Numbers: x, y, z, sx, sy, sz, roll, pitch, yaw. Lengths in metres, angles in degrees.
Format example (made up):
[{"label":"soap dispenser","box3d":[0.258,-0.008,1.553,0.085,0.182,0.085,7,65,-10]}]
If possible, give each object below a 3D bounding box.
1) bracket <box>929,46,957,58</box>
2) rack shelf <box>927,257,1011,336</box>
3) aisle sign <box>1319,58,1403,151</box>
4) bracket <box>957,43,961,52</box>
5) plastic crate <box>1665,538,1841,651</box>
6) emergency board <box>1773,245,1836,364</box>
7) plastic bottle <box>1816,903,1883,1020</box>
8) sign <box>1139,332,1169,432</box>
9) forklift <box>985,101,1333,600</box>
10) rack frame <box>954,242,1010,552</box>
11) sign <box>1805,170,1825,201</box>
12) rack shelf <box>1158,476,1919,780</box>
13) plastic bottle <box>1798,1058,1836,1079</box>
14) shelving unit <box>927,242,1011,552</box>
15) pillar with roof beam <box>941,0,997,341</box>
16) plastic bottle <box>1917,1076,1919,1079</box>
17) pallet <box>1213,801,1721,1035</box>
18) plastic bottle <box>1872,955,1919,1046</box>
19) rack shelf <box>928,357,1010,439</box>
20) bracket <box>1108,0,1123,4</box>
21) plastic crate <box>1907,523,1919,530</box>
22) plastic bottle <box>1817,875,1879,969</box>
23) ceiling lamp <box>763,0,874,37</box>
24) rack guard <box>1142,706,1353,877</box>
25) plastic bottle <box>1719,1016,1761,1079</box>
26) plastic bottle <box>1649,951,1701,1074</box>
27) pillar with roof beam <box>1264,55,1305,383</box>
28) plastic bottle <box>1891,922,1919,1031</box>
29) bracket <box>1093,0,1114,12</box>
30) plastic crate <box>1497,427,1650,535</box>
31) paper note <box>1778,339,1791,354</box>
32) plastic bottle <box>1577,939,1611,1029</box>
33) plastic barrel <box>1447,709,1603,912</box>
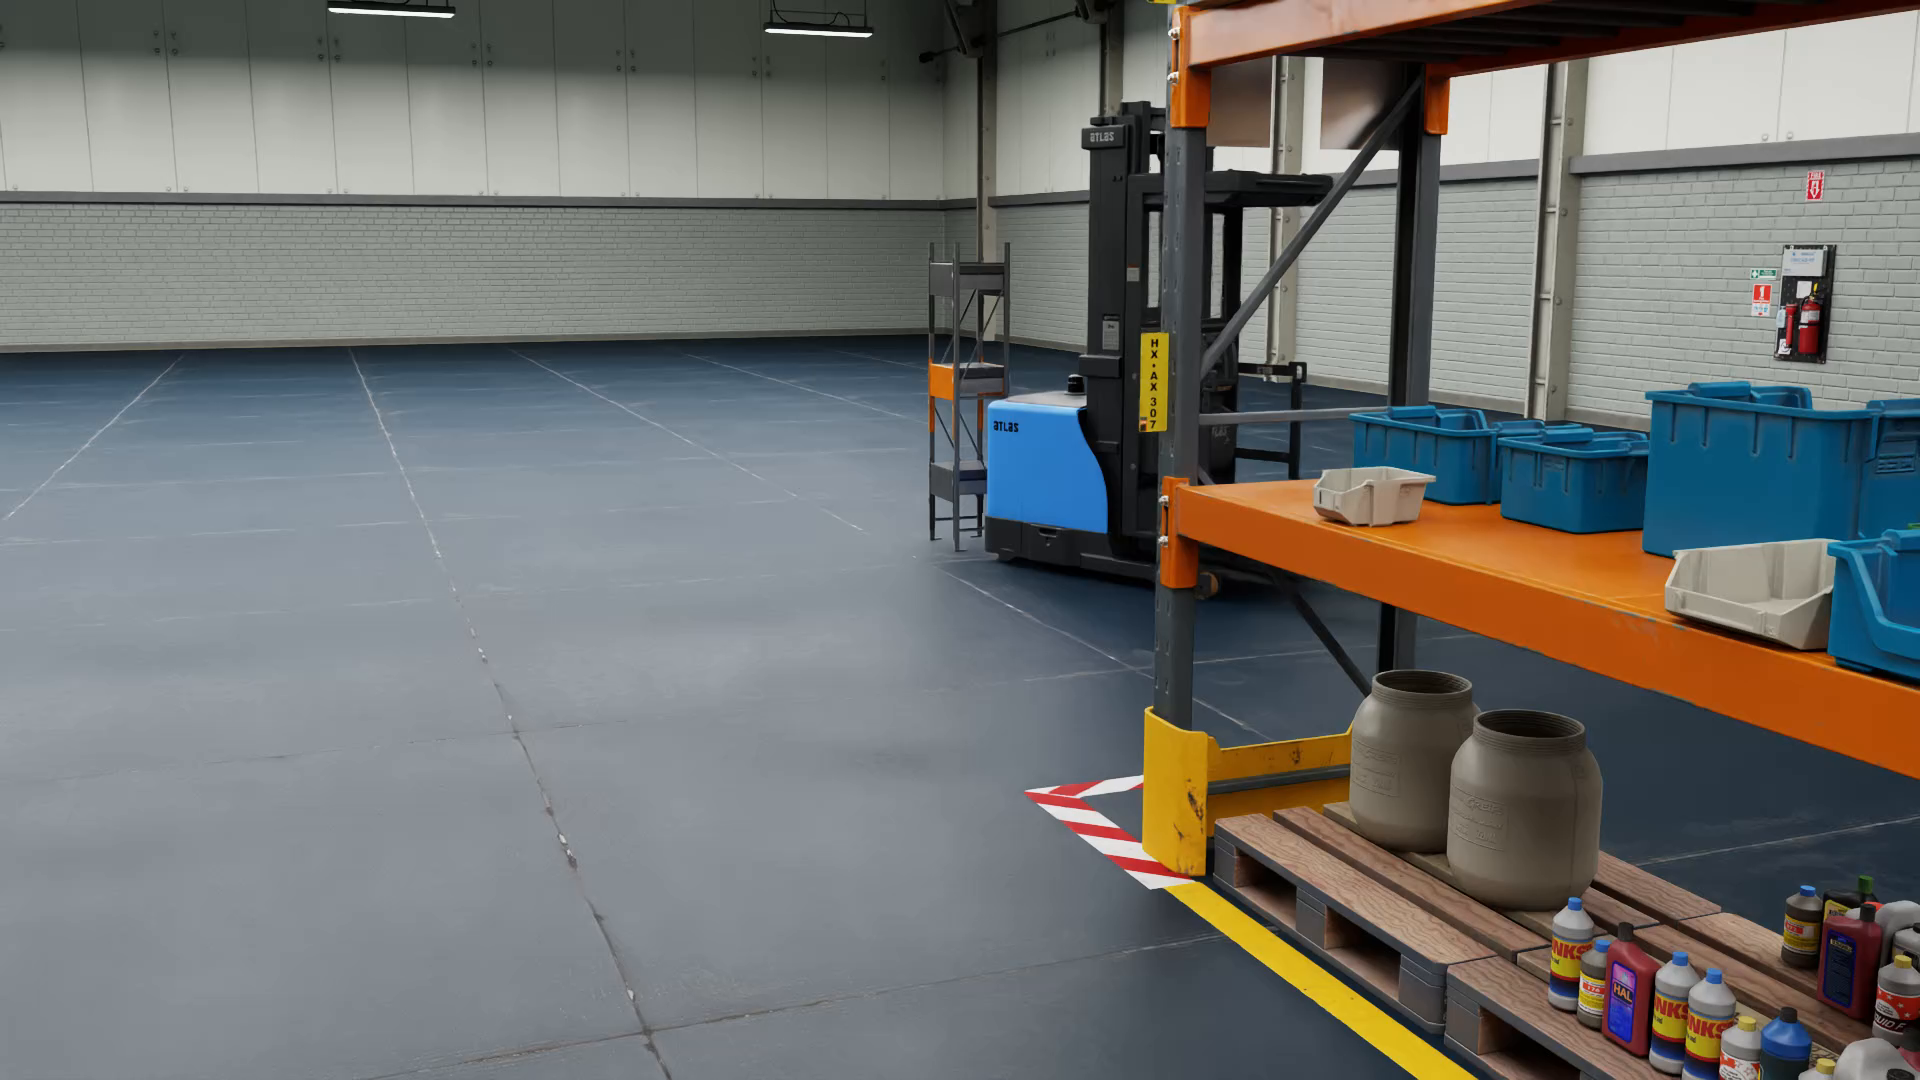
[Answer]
[{"label":"bracket","box3d":[-0.548,-10.947,37.488,0.076,0.066,3.189,-4,11,-21]},{"label":"rack shelf","box3d":[0.060,-1.683,11.464,0.431,0.518,0.480,-4,11,-21]},{"label":"aisle sign","box3d":[1.407,-1.730,5.657,0.394,0.787,0.004,-4,11,-21]},{"label":"bracket","box3d":[0.097,-10.656,35.856,0.235,0.232,0.430,-4,11,-21]},{"label":"plastic crate","box3d":[1.781,0.114,3.465,0.530,0.136,0.437,-4,11,-21]},{"label":"emergency board","box3d":[8.415,-2.374,16.700,0.194,1.169,0.643,-4,11,-21]},{"label":"plastic bottle","box3d":[2.197,1.023,4.103,0.061,0.283,0.133,-4,11,-21]},{"label":"sign","box3d":[0.641,-0.521,5.496,0.100,0.325,0.005,-4,11,-21]},{"label":"forklift","box3d":[1.591,-1.190,10.244,3.031,2.935,1.130,9,14,42]},{"label":"rack frame","box3d":[0.148,-0.967,11.360,0.400,2.100,0.015,-4,11,-21]},{"label":"sign","box3d":[8.505,-3.523,16.540,0.001,0.298,0.199,-4,11,-21]},{"label":"rack shelf","box3d":[1.881,0.261,3.940,1.077,0.370,4.000,-4,11,-21]},{"label":"plastic bottle","box3d":[1.793,1.180,3.458,0.097,0.201,0.097,0,10,0]},{"label":"shelving unit","box3d":[0.060,-1.007,11.584,0.431,2.100,0.503,-4,11,-21]},{"label":"pillar with roof beam","box3d":[-3.434,-8.566,34.381,9.100,9.000,0.548,-4,11,-21]},{"label":"plastic bottle","box3d":[1.917,1.150,3.196,0.144,0.351,0.185,-4,11,-21]},{"label":"pallet","box3d":[1.517,1.096,5.156,1.003,0.211,1.213,-4,11,-21]},{"label":"plastic bottle","box3d":[2.236,1.090,3.960,0.097,0.201,0.097,0,10,0]},{"label":"rack shelf","box3d":[0.060,-0.993,11.587,0.431,0.518,0.480,-4,11,-21]},{"label":"bracket","box3d":[3.506,-9.121,27.224,0.076,0.066,4.783,-4,11,-21]},{"label":"plastic crate","box3d":[2.376,0.098,3.407,0.450,0.188,0.662,-4,11,-21]},{"label":"plastic bottle","box3d":[2.289,0.991,4.282,0.061,0.283,0.133,-4,11,-20]},{"label":"ceiling lamp","box3d":[-2.645,-10.767,30.090,2.000,3.185,0.800,-4,11,-21]},{"label":"rack guard","box3d":[1.227,0.821,5.878,1.175,0.500,0.348,-4,11,-21]},{"label":"plastic bottle","box3d":[1.719,1.146,3.647,0.097,0.201,0.097,0,10,0]},{"label":"plastic bottle","box3d":[1.647,1.079,3.823,0.097,0.271,0.097,0,10,0]},{"label":"pillar with roof beam","box3d":[0.914,-6.607,23.369,9.100,9.000,0.400,-4,11,-21]},{"label":"plastic bottle","box3d":[2.346,1.043,4.015,0.152,0.276,0.135,-4,11,-22]},{"label":"bracket","box3d":[2.572,-9.542,29.588,0.235,0.232,0.430,-4,11,-21]},{"label":"plastic crate","box3d":[1.846,-0.177,4.775,0.499,0.251,0.408,-4,11,-21]},{"label":"paper note","box3d":[8.415,-1.973,16.964,0.016,0.148,0.142,-4,11,-21]},{"label":"plastic bottle","box3d":[1.560,1.074,4.049,0.097,0.201,0.097,0,10,0]},{"label":"plastic barrel","box3d":[1.647,0.783,4.857,0.421,0.512,0.421,0,10,0]}]
